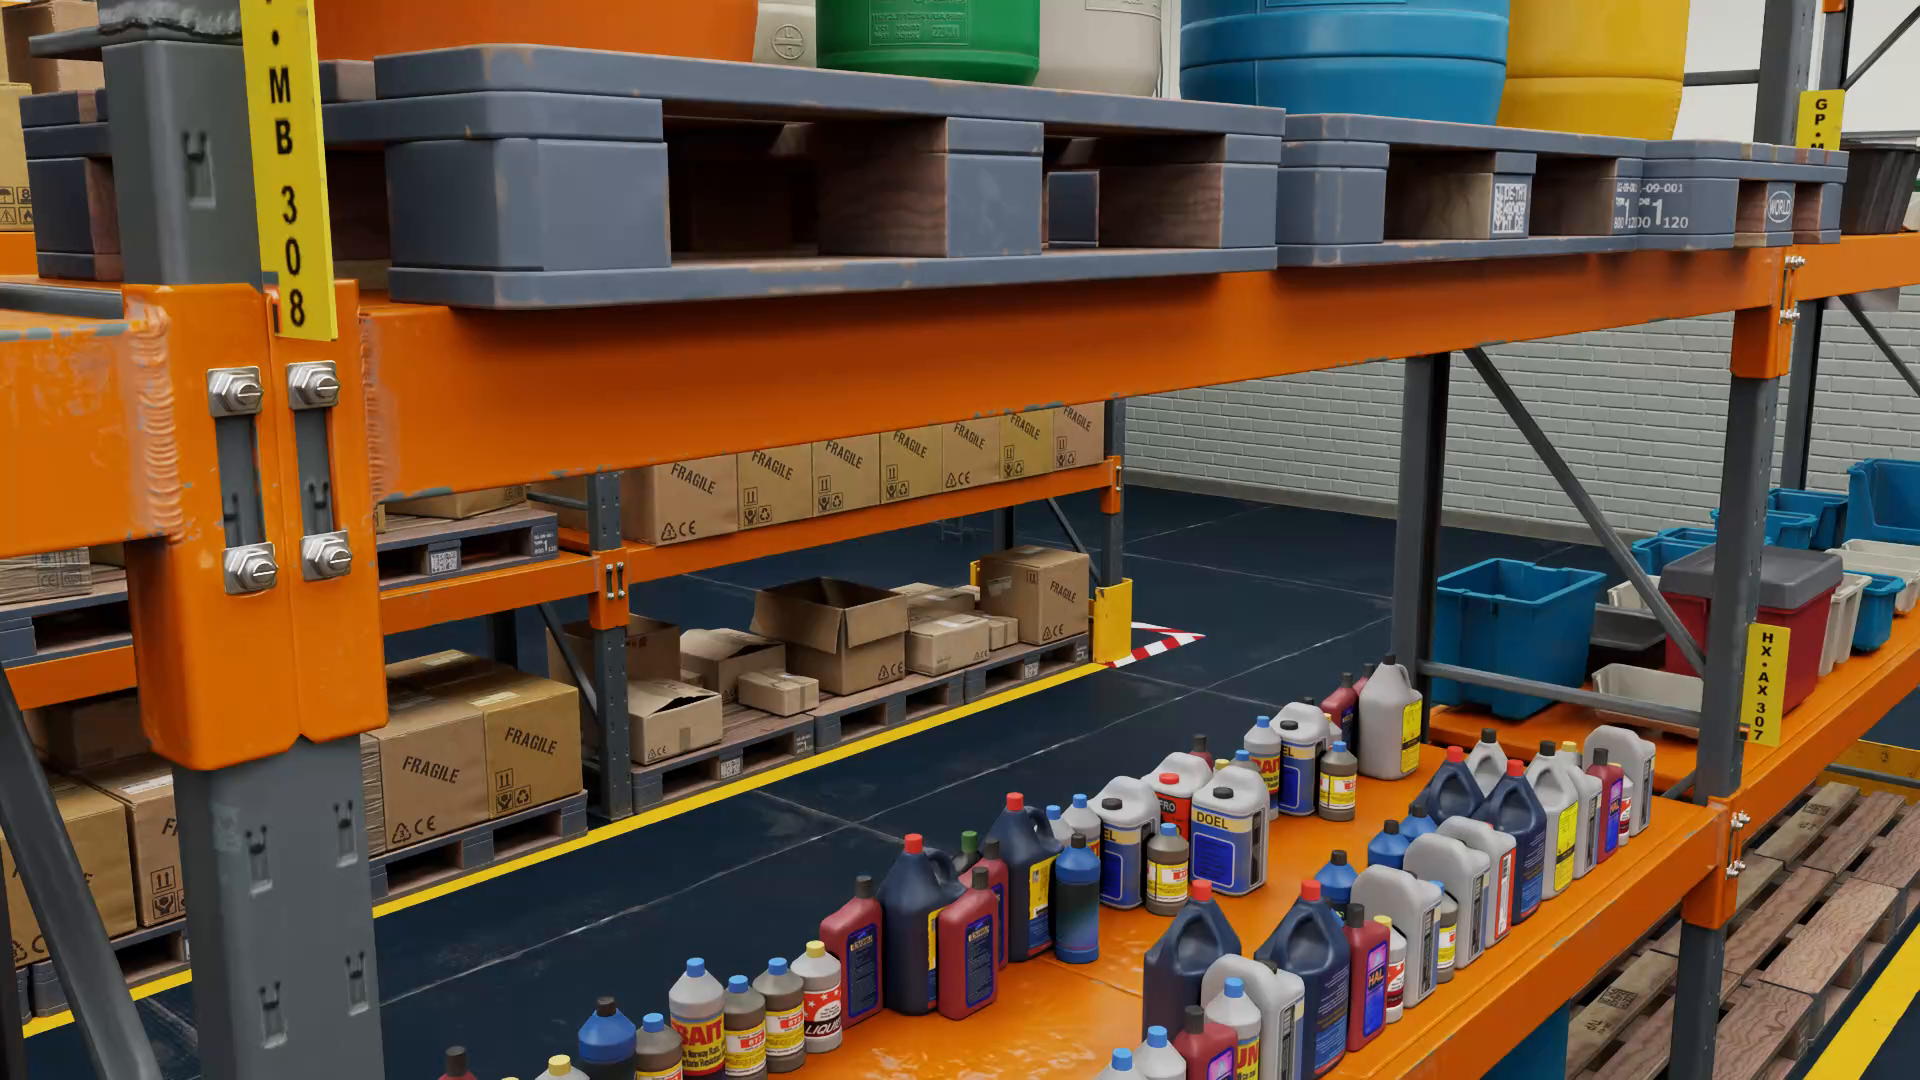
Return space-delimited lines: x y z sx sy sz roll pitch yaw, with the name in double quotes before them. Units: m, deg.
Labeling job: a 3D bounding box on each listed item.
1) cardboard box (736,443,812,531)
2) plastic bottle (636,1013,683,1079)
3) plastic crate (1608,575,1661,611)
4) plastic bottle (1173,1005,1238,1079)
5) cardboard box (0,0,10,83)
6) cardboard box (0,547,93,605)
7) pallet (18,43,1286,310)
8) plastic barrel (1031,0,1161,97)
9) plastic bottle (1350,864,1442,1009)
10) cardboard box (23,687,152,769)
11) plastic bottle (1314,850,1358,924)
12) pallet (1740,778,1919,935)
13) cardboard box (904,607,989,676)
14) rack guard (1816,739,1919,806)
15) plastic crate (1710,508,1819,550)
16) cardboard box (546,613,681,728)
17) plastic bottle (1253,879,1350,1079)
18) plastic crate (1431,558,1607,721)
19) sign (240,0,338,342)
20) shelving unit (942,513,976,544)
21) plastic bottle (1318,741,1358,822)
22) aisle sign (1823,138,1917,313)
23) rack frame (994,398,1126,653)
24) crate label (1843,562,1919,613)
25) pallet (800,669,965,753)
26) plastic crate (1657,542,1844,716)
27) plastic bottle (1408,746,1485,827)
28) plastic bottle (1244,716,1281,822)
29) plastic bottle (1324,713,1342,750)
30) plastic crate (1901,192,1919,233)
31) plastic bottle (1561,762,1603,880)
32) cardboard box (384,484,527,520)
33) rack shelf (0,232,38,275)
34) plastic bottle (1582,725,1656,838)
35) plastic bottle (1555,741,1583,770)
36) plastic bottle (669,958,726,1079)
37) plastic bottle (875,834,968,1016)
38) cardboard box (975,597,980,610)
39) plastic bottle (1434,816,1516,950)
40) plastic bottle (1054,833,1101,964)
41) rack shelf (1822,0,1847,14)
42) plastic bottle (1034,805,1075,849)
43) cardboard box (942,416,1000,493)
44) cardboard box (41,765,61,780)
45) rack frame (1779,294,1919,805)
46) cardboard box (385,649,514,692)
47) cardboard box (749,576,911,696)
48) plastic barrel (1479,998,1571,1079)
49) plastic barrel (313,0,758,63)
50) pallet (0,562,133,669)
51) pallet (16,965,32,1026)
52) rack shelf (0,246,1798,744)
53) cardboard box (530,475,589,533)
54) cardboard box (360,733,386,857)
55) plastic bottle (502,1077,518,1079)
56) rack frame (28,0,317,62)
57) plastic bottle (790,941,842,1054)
"cardboard box" -1.116 -0.356 8.582 0.500 0.500 0.500 10 15 41
"plastic bottle" -0.533 0.929 2.910 0.097 0.201 0.097 0 11 0
"plastic crate" 2.649 0.254 6.301 0.293 0.136 0.466 10 15 40
"plastic bottle" 0.411 0.909 2.800 0.061 0.283 0.133 10 15 40
"cardboard box" -3.667 -1.827 5.734 0.500 0.500 0.500 10 15 40
"cardboard box" -3.555 -0.075 6.103 0.500 0.500 0.700 -9 14 -37
"pallet" -0.336 -0.441 2.083 1.003 0.211 1.213 10 15 40
"plastic barrel" 0.142 -0.986 2.913 0.433 0.535 0.433 0 11 0
"plastic bottle" 0.892 0.792 3.406 0.152 0.276 0.135 10 15 40
"cardboard box" -3.486 0.711 6.837 0.500 0.250 0.500 9 15 39
"plastic bottle" 0.786 0.780 3.474 0.097 0.271 0.097 0 11 0
"pallet" 3.793 1.344 7.441 1.003 0.211 1.213 10 15 40
"cardboard box" -0.176 0.600 9.946 0.500 0.250 0.500 10 15 40
"rack guard" 4.372 1.081 8.022 1.175 0.500 0.348 10 15 40
"plastic crate" 3.521 0.004 7.308 0.416 0.233 0.300 10 15 40
"cardboard box" -1.830 0.698 8.818 0.500 0.500 0.500 10 15 40
"plastic bottle" 0.638 0.813 3.109 0.144 0.351 0.185 10 15 40
"plastic crate" 1.778 0.315 5.365 0.392 0.384 0.575 10 15 40
"sign" -0.497 -0.312 1.223 0.100 0.325 0.005 10 15 40
"shelving unit" -0.010 -0.586 14.583 0.258 1.200 0.189 10 15 40
"plastic bottle" 0.998 0.633 4.393 0.097 0.201 0.097 0 11 0
"aisle sign" 4.190 -1.463 7.741 0.394 0.787 0.004 10 15 40
"rack frame" 0.648 -0.780 10.960 1.000 3.000 0.127 10 15 40
"crate label" 3.596 0.189 6.628 0.396 0.136 0.243 10 15 40
"pallet" -0.733 0.894 9.695 1.003 0.211 1.213 10 15 40
"plastic crate" 2.503 0.289 5.287 0.402 0.464 0.583 10 15 40
"plastic bottle" 1.134 0.659 3.877 0.144 0.351 0.185 10 15 40
"plastic bottle" 0.795 0.598 4.385 0.097 0.271 0.097 0 11 0
"plastic bottle" 1.013 0.584 4.635 0.097 0.201 0.097 0 11 0
"plastic crate" 3.188 -1.145 5.800 0.437 0.136 0.530 10 15 40
"plastic bottle" 1.467 0.663 4.048 0.152 0.276 0.135 10 15 40
"cardboard box" -2.473 -0.406 7.758 0.700 0.500 0.500 4 12 21
"rack shelf" -3.313 -1.016 6.317 1.077 0.370 4.000 10 15 40
"plastic bottle" 1.708 0.610 4.317 0.152 0.276 0.135 10 15 40
"plastic bottle" 1.602 0.633 4.391 0.097 0.201 0.097 0 11 0
"plastic bottle" -0.469 0.880 2.974 0.097 0.271 0.097 0 11 0
"plastic bottle" -0.077 0.761 3.369 0.144 0.351 0.185 10 15 40
"cardboard box" -0.052 0.447 10.924 0.380 0.166 0.250 10 15 40
"plastic bottle" 1.134 0.738 3.676 0.152 0.276 0.135 10 15 40
"plastic bottle" 0.252 0.762 3.565 0.097 0.271 0.097 0 11 0
"rack shelf" 3.046 -2.238 5.799 1.077 0.370 4.000 10 15 40
"plastic bottle" 0.208 0.729 3.730 0.097 0.271 0.097 0 11 0
"cardboard box" -0.117 -0.579 9.696 0.500 0.500 0.500 10 15 41
"cardboard box" -3.850 1.163 6.491 0.500 0.500 0.500 9 14 38
"rack frame" 4.366 -0.139 7.751 1.000 3.000 0.127 10 15 40
"cardboard box" -2.495 0.858 8.017 0.500 0.500 0.500 9 14 38
"cardboard box" -0.756 0.540 9.602 0.797 0.503 0.637 10 15 40
"plastic barrel" 1.354 1.350 4.579 0.600 0.901 0.708 10 15 40
"plastic barrel" -0.538 -0.933 1.897 0.600 0.830 0.708 10 15 40
"pallet" -3.353 0.204 6.521 1.003 0.211 1.213 10 15 40
"pallet" -4.112 1.659 5.866 1.003 0.211 1.213 10 15 40
"rack shelf" 0.405 -0.375 3.108 1.077 0.370 4.000 10 15 40
"cardboard box" -1.855 -0.348 8.538 0.500 0.500 0.500 10 15 41
"cardboard box" -2.767 1.073 6.938 0.500 0.500 0.500 10 15 41
"plastic bottle" -0.726 0.972 2.694 0.097 0.201 0.097 0 11 0
"rack frame" -0.915 -1.904 1.270 1.000 3.000 0.127 10 15 40
"plastic bottle" -0.276 0.872 3.196 0.097 0.201 0.097 0 11 0
